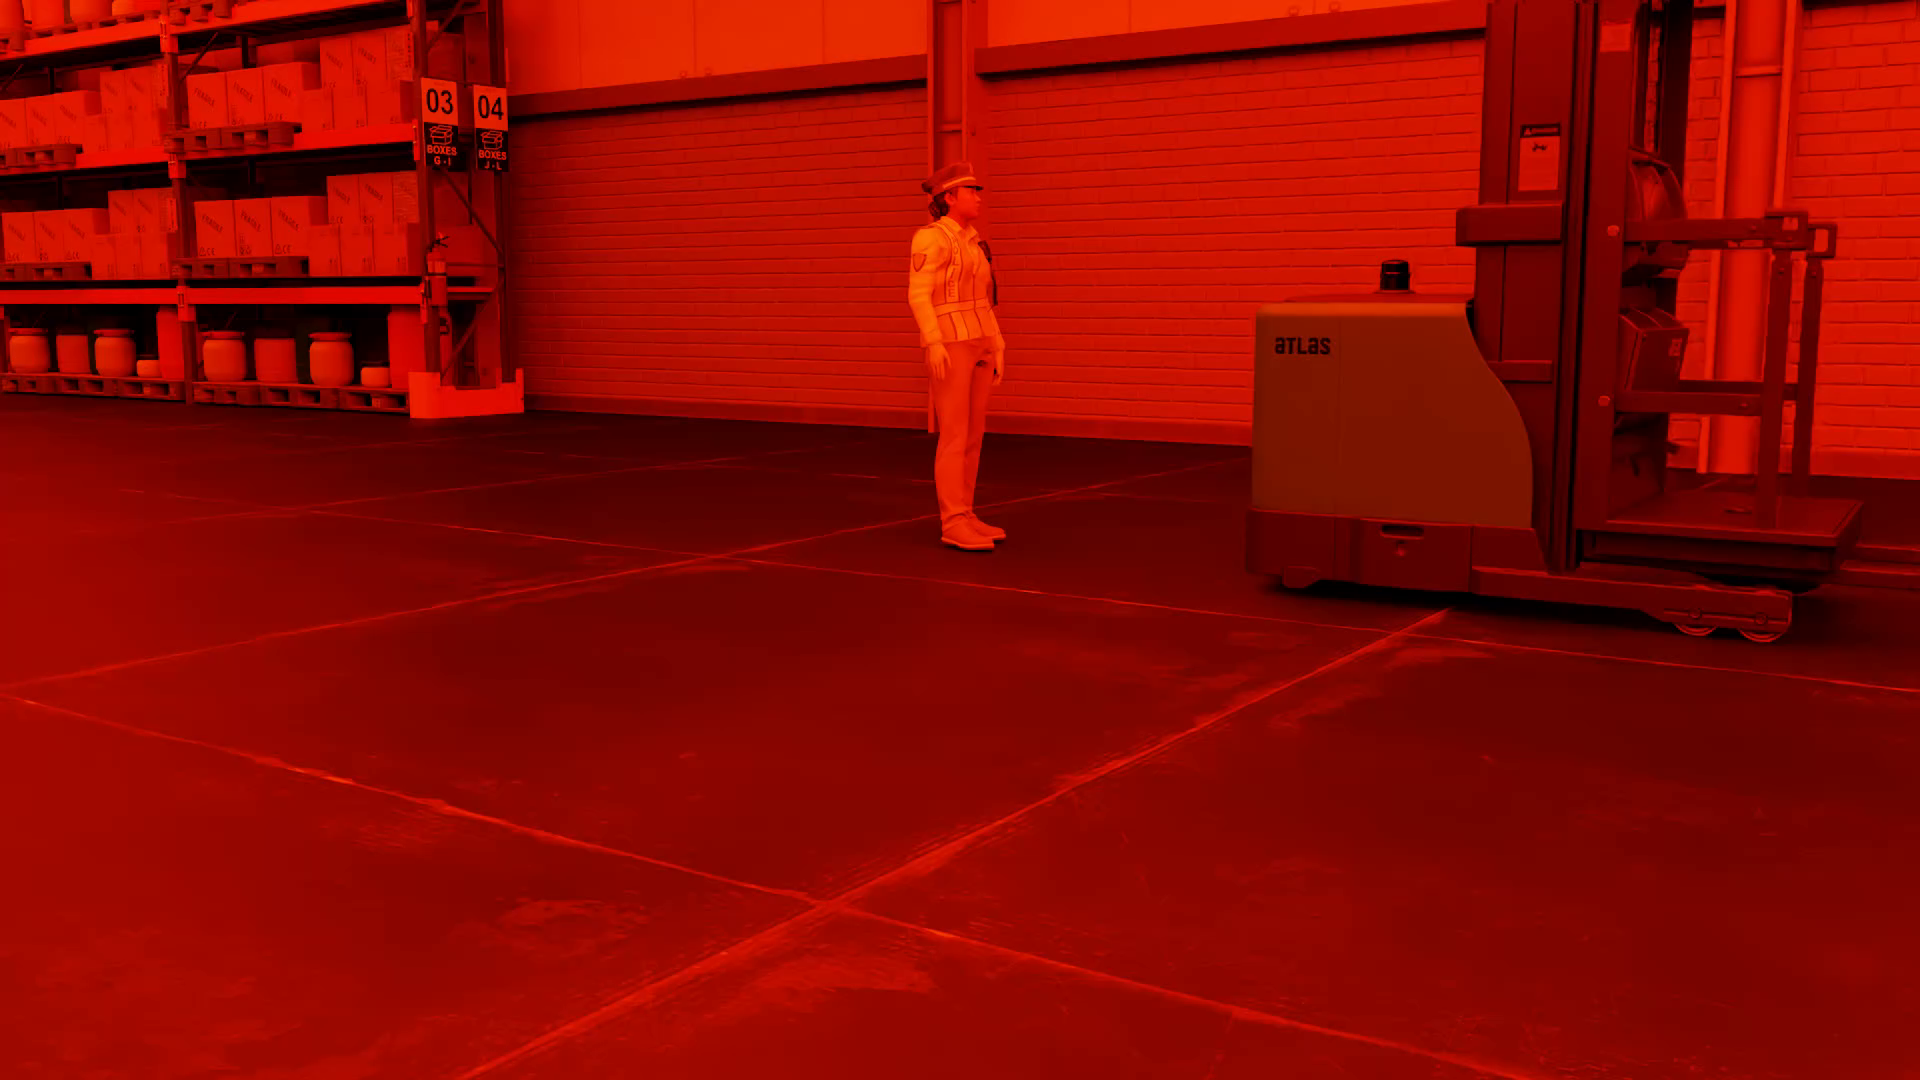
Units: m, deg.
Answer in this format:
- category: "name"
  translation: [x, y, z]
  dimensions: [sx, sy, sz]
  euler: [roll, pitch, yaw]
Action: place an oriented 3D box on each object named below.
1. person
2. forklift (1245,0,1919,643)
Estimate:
- category: "person"
  translation: [0.053, -0.840, 7.439]
  dimensions: [0.530, 1.694, 0.586]
  euler: [5, 10, 34]
- category: "forklift"
  translation: [2.600, -1.209, 5.694]
  dimensions: [3.031, 2.935, 1.130]
  euler: [5, 10, 32]
